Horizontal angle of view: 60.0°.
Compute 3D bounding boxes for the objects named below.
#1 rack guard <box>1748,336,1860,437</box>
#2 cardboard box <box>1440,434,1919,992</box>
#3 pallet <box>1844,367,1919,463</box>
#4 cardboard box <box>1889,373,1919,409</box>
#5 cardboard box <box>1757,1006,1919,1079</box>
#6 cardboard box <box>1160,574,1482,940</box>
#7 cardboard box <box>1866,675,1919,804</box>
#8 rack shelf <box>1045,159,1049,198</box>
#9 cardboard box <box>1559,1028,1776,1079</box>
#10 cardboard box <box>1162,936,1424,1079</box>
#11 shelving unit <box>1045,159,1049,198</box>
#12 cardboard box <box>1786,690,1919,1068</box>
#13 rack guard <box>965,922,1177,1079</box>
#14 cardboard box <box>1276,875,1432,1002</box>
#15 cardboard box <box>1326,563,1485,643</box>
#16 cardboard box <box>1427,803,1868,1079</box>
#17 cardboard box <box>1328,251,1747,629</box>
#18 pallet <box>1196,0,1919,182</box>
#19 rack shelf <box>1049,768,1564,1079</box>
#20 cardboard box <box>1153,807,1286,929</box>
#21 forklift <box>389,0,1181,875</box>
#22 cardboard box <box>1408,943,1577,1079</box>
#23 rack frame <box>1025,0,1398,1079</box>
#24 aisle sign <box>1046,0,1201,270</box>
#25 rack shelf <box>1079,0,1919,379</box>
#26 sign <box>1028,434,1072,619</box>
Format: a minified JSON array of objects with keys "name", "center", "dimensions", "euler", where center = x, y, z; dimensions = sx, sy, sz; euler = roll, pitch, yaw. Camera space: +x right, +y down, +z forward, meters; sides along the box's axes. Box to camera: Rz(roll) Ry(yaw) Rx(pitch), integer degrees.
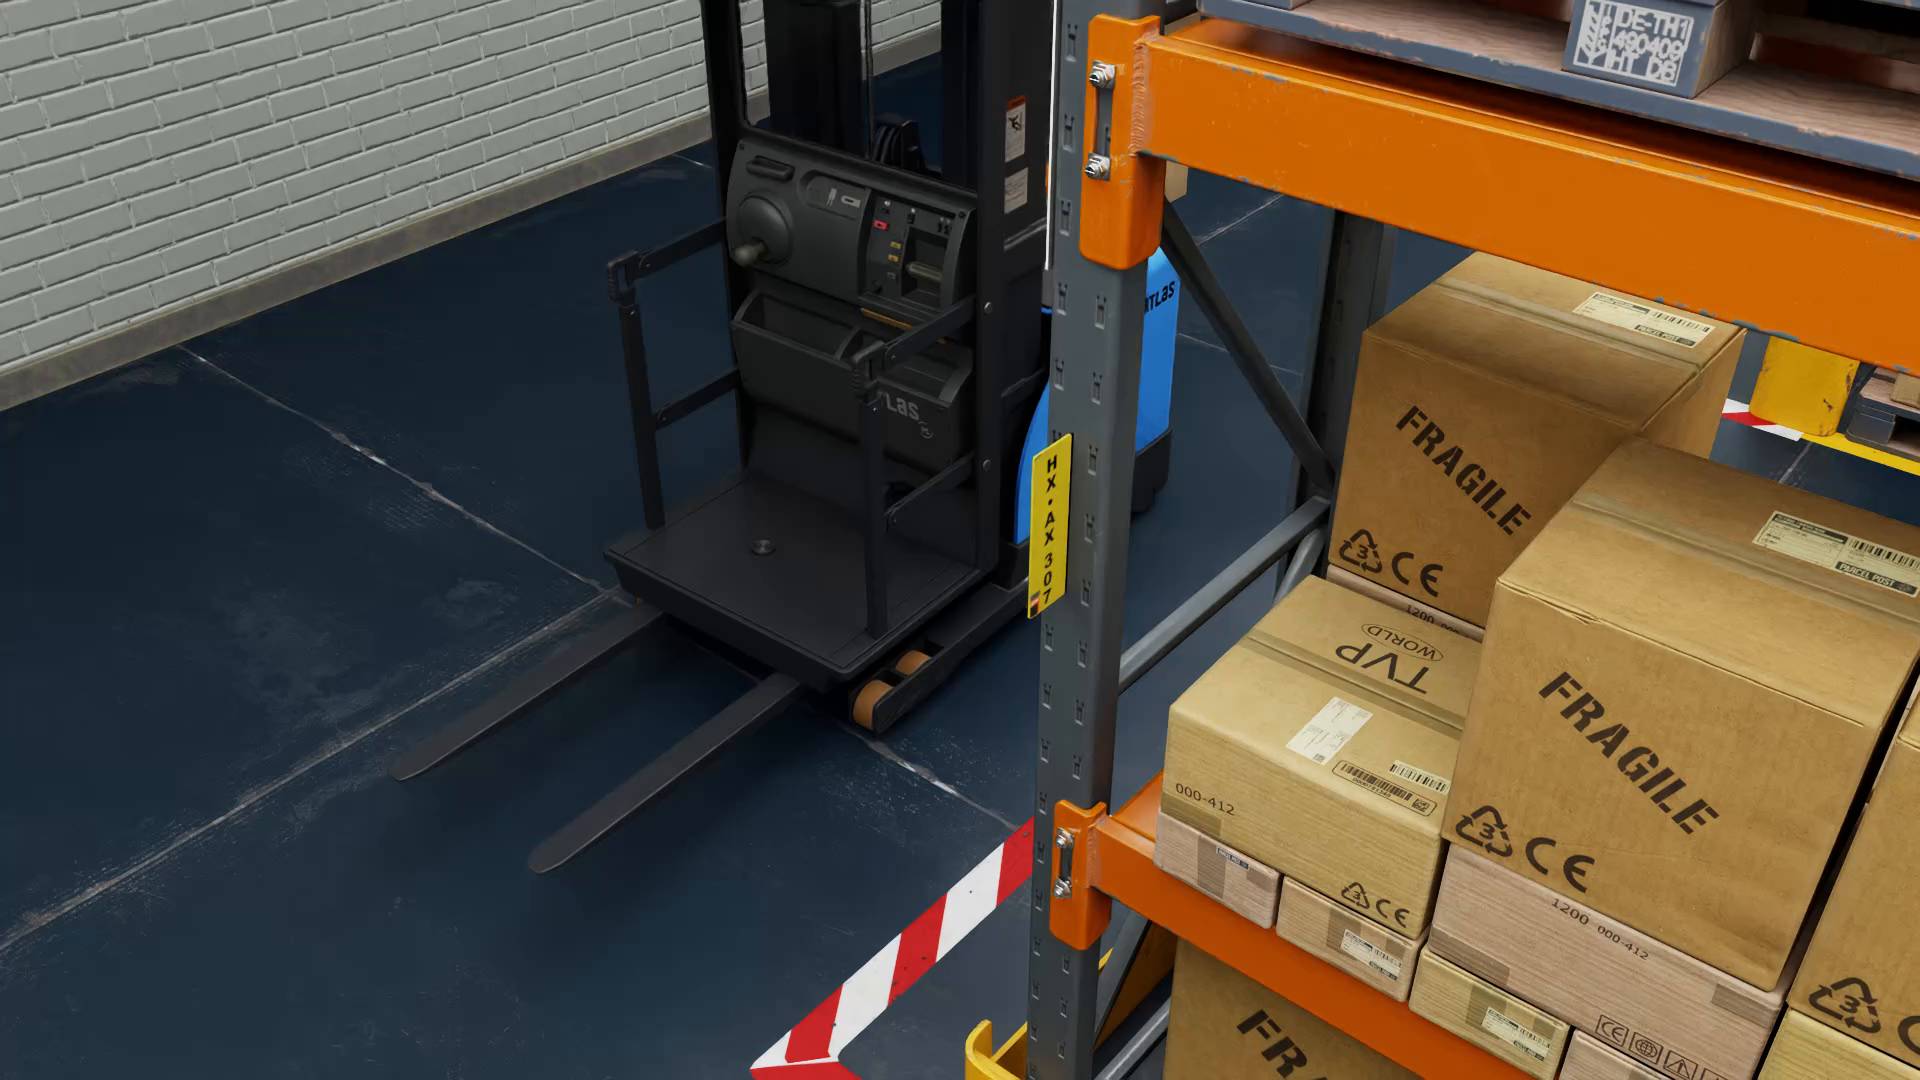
[{"name":"rack guard","center":[3.819,-0.933,7.167],"dimensions":[0.348,0.500,1.175],"euler":[25,42,32]},{"name":"cardboard box","center":[1.090,0.233,2.468],"dimensions":[0.500,0.500,0.500],"euler":[24,41,31]},{"name":"pallet","center":[4.421,-0.504,6.797],"dimensions":[1.213,0.211,1.003],"euler":[25,42,32]},{"name":"cardboard box","center":[3.959,-0.660,6.708],"dimensions":[0.250,0.149,0.380],"euler":[26,42,33]},{"name":"cardboard box","center":[1.493,0.730,2.407],"dimensions":[0.500,0.250,0.500],"euler":[24,41,30]},{"name":"cardboard box","center":[0.706,0.361,2.944],"dimensions":[0.500,0.250,0.500],"euler":[24,41,31]},{"name":"cardboard box","center":[1.441,0.314,3.013],"dimensions":[0.500,0.250,0.500],"euler":[24,41,31]},{"name":"rack shelf","center":[0.429,-1.335,6.432],"dimensions":[0.480,0.148,0.258],"euler":[22,38,29]},{"name":"cardboard box","center":[1.168,0.785,2.679],"dimensions":[0.250,0.149,0.380],"euler":[25,41,31]},{"name":"cardboard box","center":[1.053,1.030,3.606],"dimensions":[0.875,0.875,0.875],"euler":[25,42,32]},{"name":"shelving unit","center":[0.420,-1.005,6.645],"dimensions":[0.503,1.200,0.258],"euler":[22,38,29]},{"name":"cardboard box","center":[1.492,0.418,2.199],"dimensions":[0.500,0.500,0.500],"euler":[24,41,31]},{"name":"rack guard","center":[0.491,1.152,4.130],"dimensions":[0.348,0.500,1.175],"euler":[25,42,32]},{"name":"cardboard box","center":[0.769,0.599,2.951],"dimensions":[0.250,0.149,0.380],"euler":[25,41,31]},{"name":"cardboard box","center":[1.052,0.130,3.281],"dimensions":[0.500,0.250,0.500],"euler":[25,41,31]},{"name":"cardboard box","center":[1.110,0.547,2.674],"dimensions":[0.500,0.250,0.500],"euler":[25,41,31]},{"name":"cardboard box","center":[1.052,-0.177,3.066],"dimensions":[0.500,0.500,0.500],"euler":[26,42,32]},{"name":"pallet","center":[1.087,-0.805,2.201],"dimensions":[1.213,0.211,1.003],"euler":[25,42,32]},{"name":"rack shelf","center":[2.047,1.152,2.559],"dimensions":[4.000,0.370,1.077],"euler":[25,42,32]},{"name":"cardboard box","center":[0.571,0.506,3.085],"dimensions":[0.250,0.149,0.380],"euler":[26,42,32]},{"name":"forklift","center":[-0.486,-0.907,4.982],"dimensions":[1.130,2.935,3.031],"euler":[24,41,30]},{"name":"cardboard box","center":[0.966,0.691,2.816],"dimensions":[0.250,0.149,0.380],"euler":[24,41,31]},{"name":"rack frame","center":[0.510,0.131,3.410],"dimensions":[0.127,3.000,1.000],"euler":[25,42,32]},{"name":"aisle sign","center":[0.262,-0.837,2.522],"dimensions":[0.004,0.787,0.394],"euler":[25,42,32]},{"name":"rack shelf","center":[2.047,-0.085,1.710],"dimensions":[4.000,0.370,1.077],"euler":[25,42,32]},{"name":"sign","center":[0.150,-0.020,2.794],"dimensions":[0.005,0.325,0.100],"euler":[25,42,32]}]
